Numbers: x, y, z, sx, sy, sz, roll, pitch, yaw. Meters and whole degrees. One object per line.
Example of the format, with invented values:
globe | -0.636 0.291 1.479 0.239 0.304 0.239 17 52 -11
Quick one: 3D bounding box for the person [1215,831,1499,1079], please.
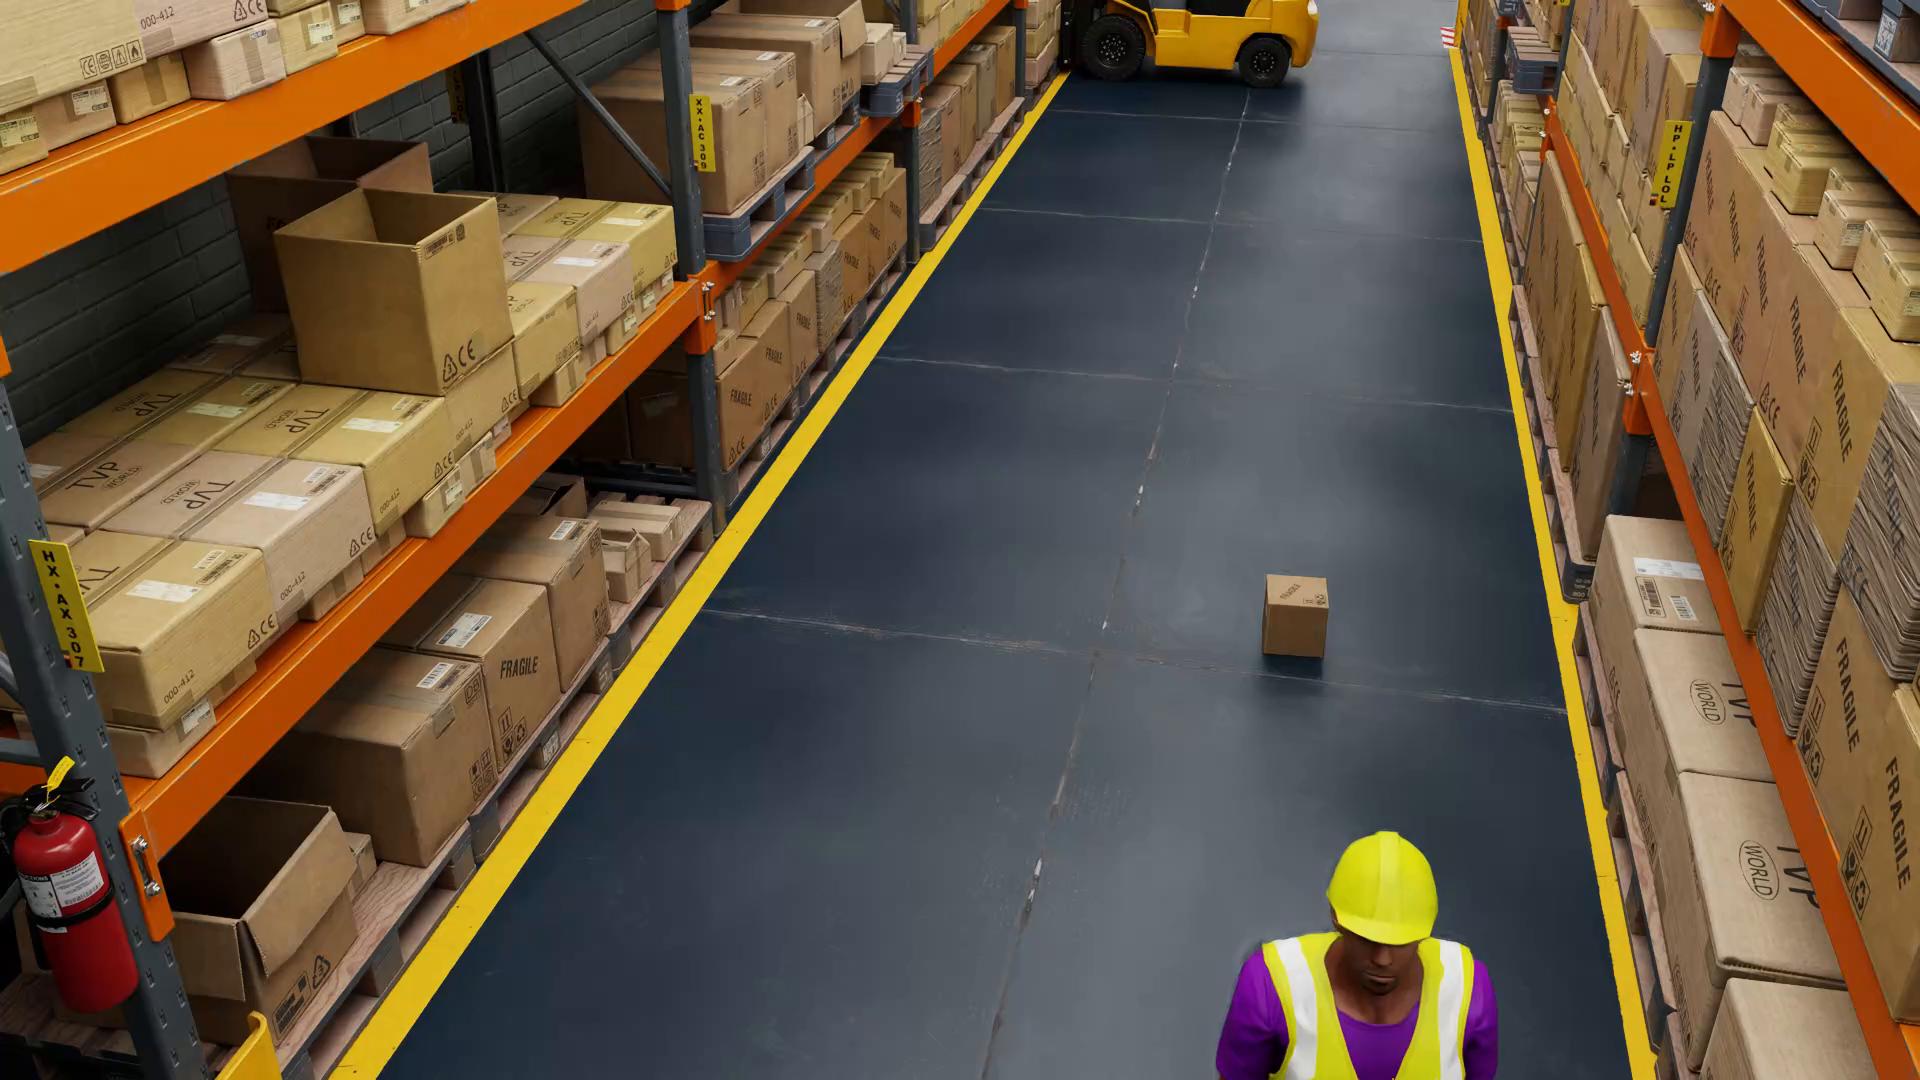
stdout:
person | 0.814 1.398 3.492 0.589 1.769 0.460 3 29 5
